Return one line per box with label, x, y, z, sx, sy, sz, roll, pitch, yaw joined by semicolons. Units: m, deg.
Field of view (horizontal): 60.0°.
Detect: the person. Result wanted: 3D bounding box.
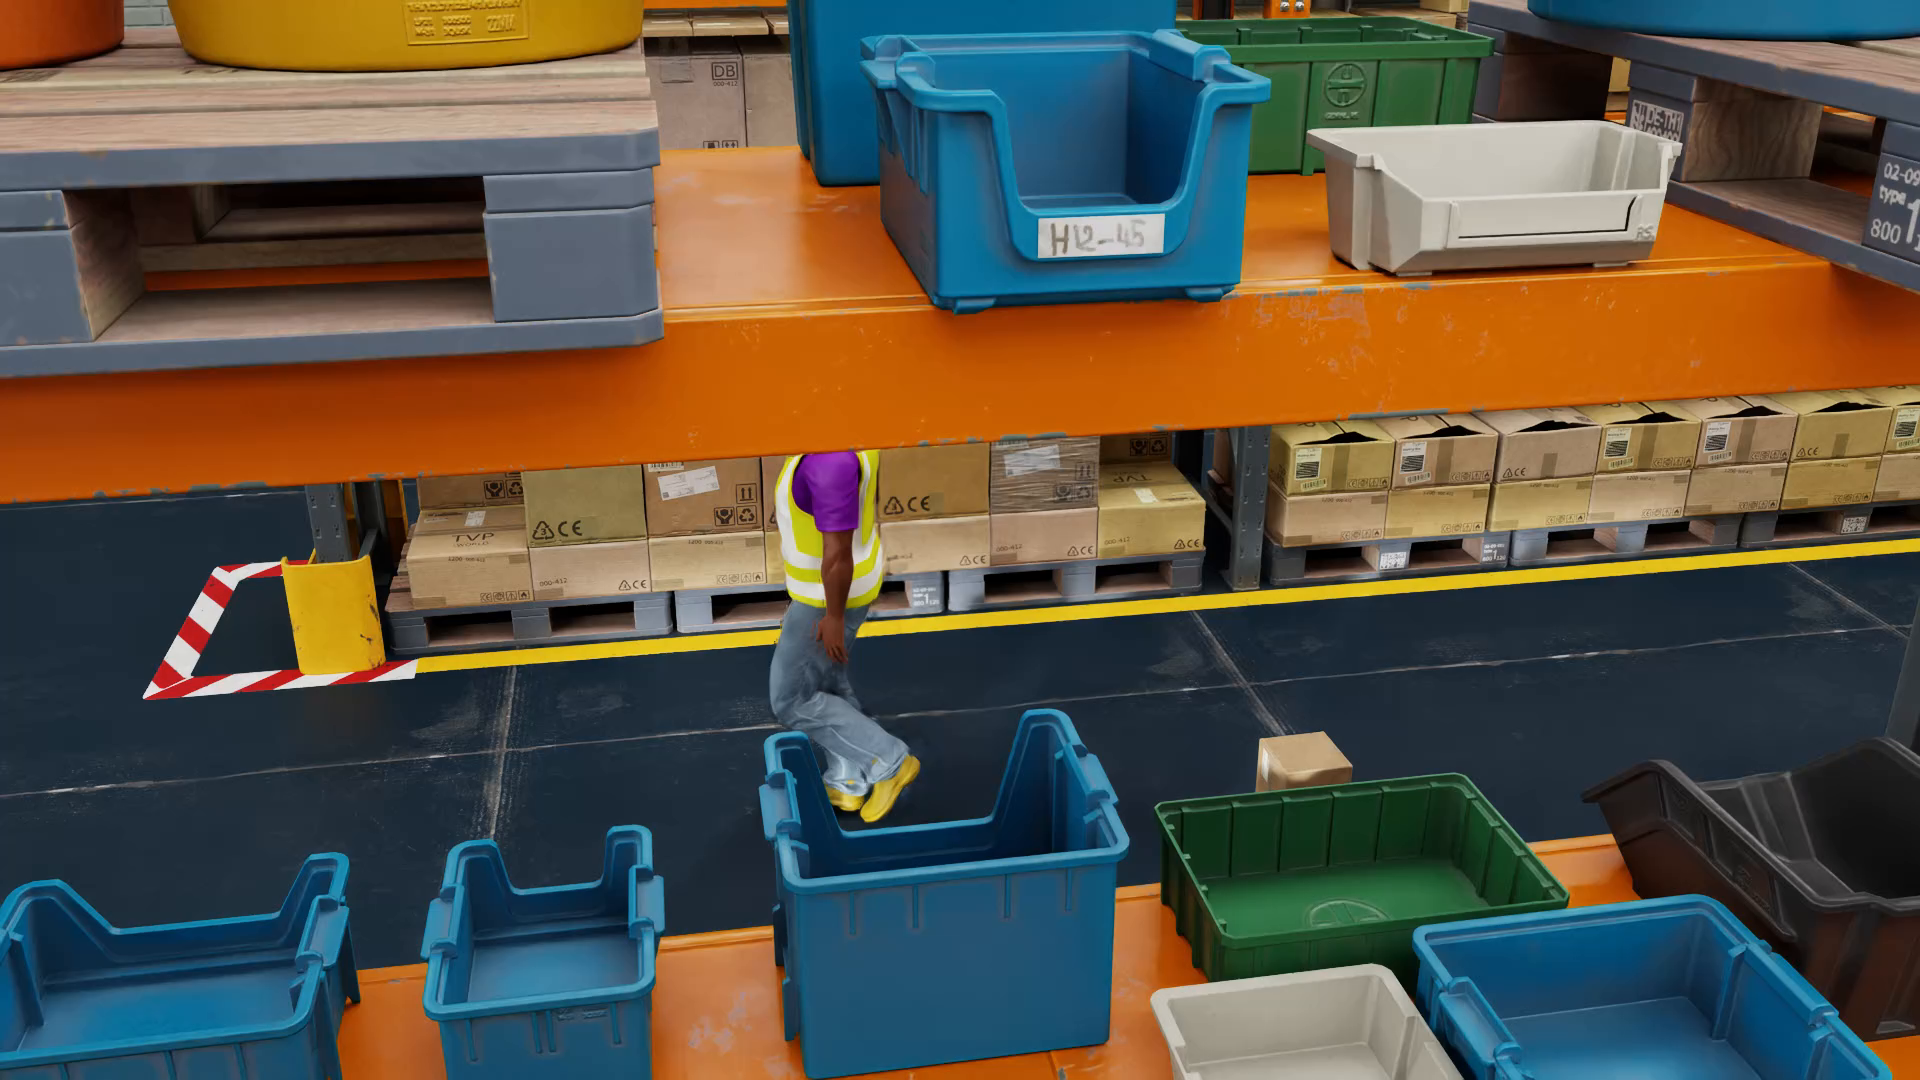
person;-0.391;0.159;5.630;0.523;1.758;0.581;2;23;4
